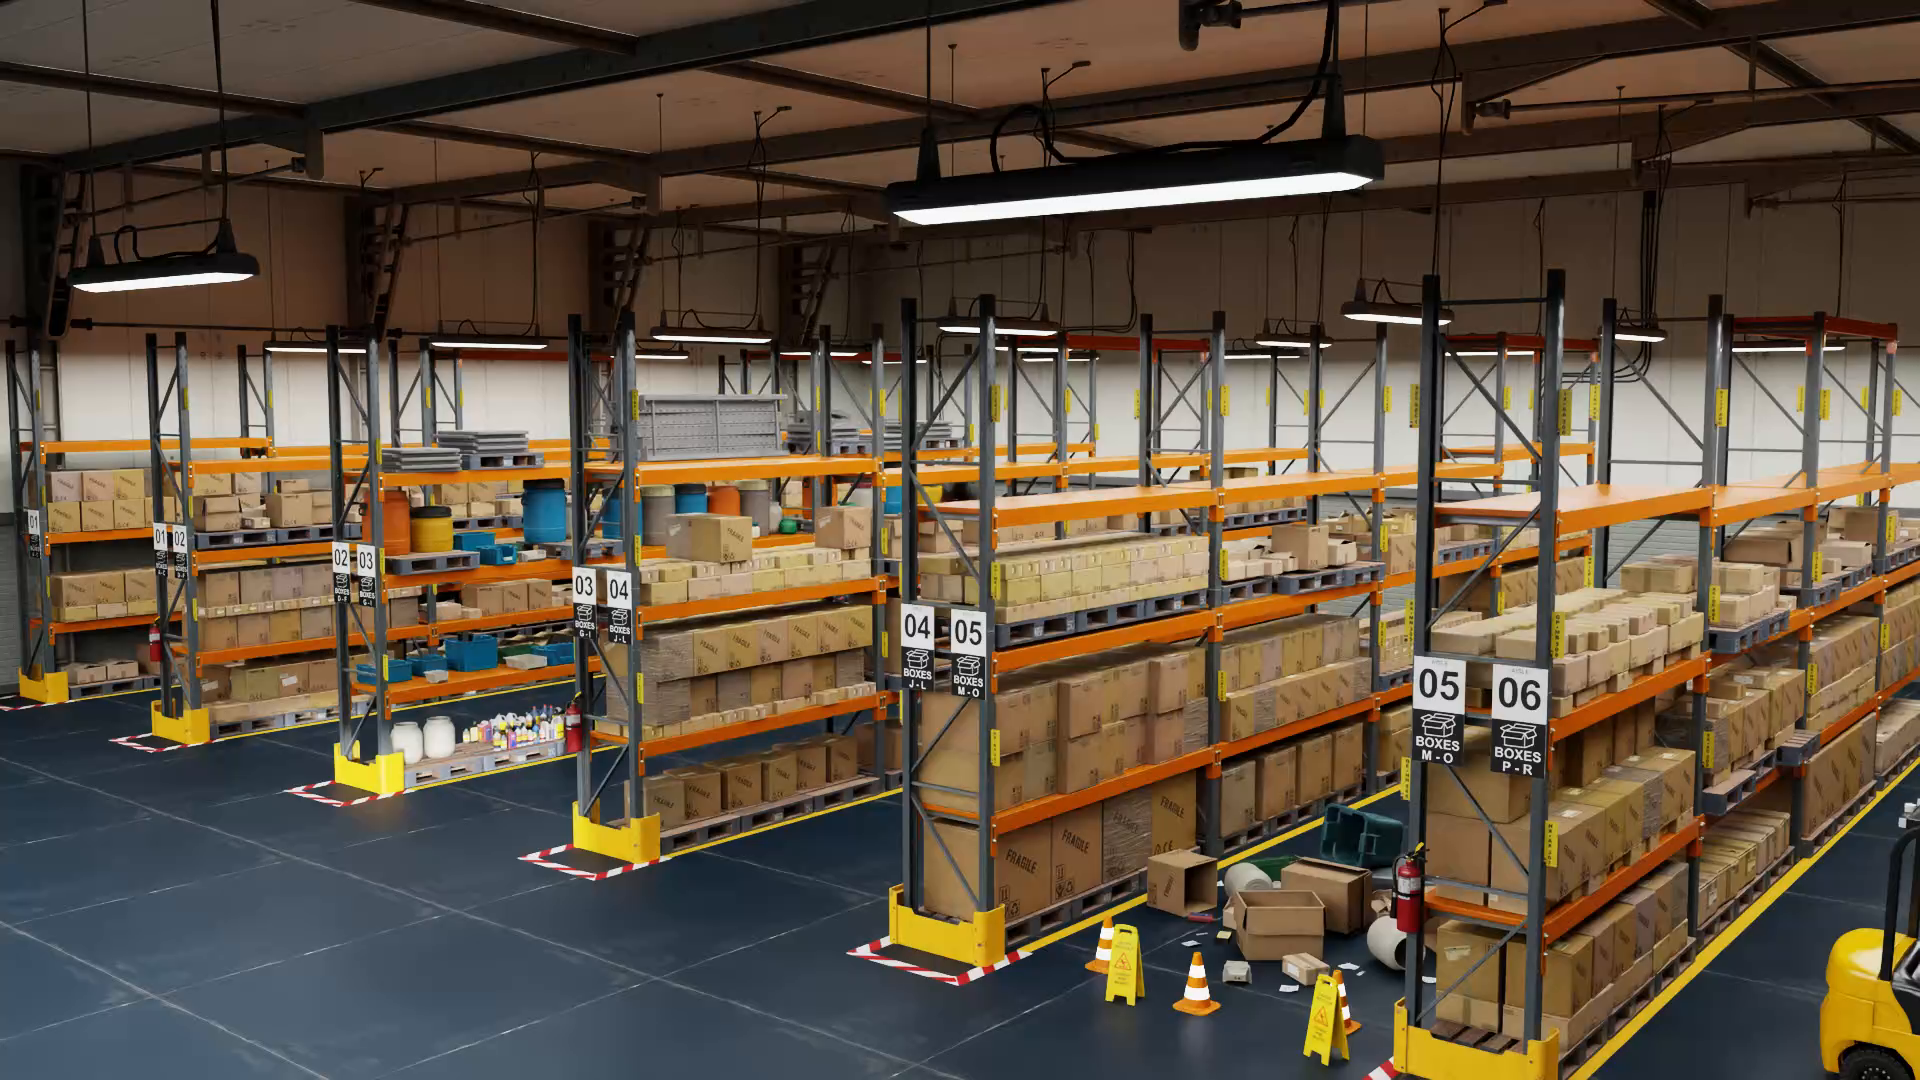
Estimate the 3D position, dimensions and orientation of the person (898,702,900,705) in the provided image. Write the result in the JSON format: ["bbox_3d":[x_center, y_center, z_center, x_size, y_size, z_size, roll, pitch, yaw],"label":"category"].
[{"bbox_3d":[-0.827,1.875,27.487,0.439,1.614,1.016,3,6,30],"label":"person"}]

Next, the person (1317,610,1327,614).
[{"bbox_3d":[5.500,1.969,25.528,0.409,1.782,0.612,2,5,19],"label":"person"}]
